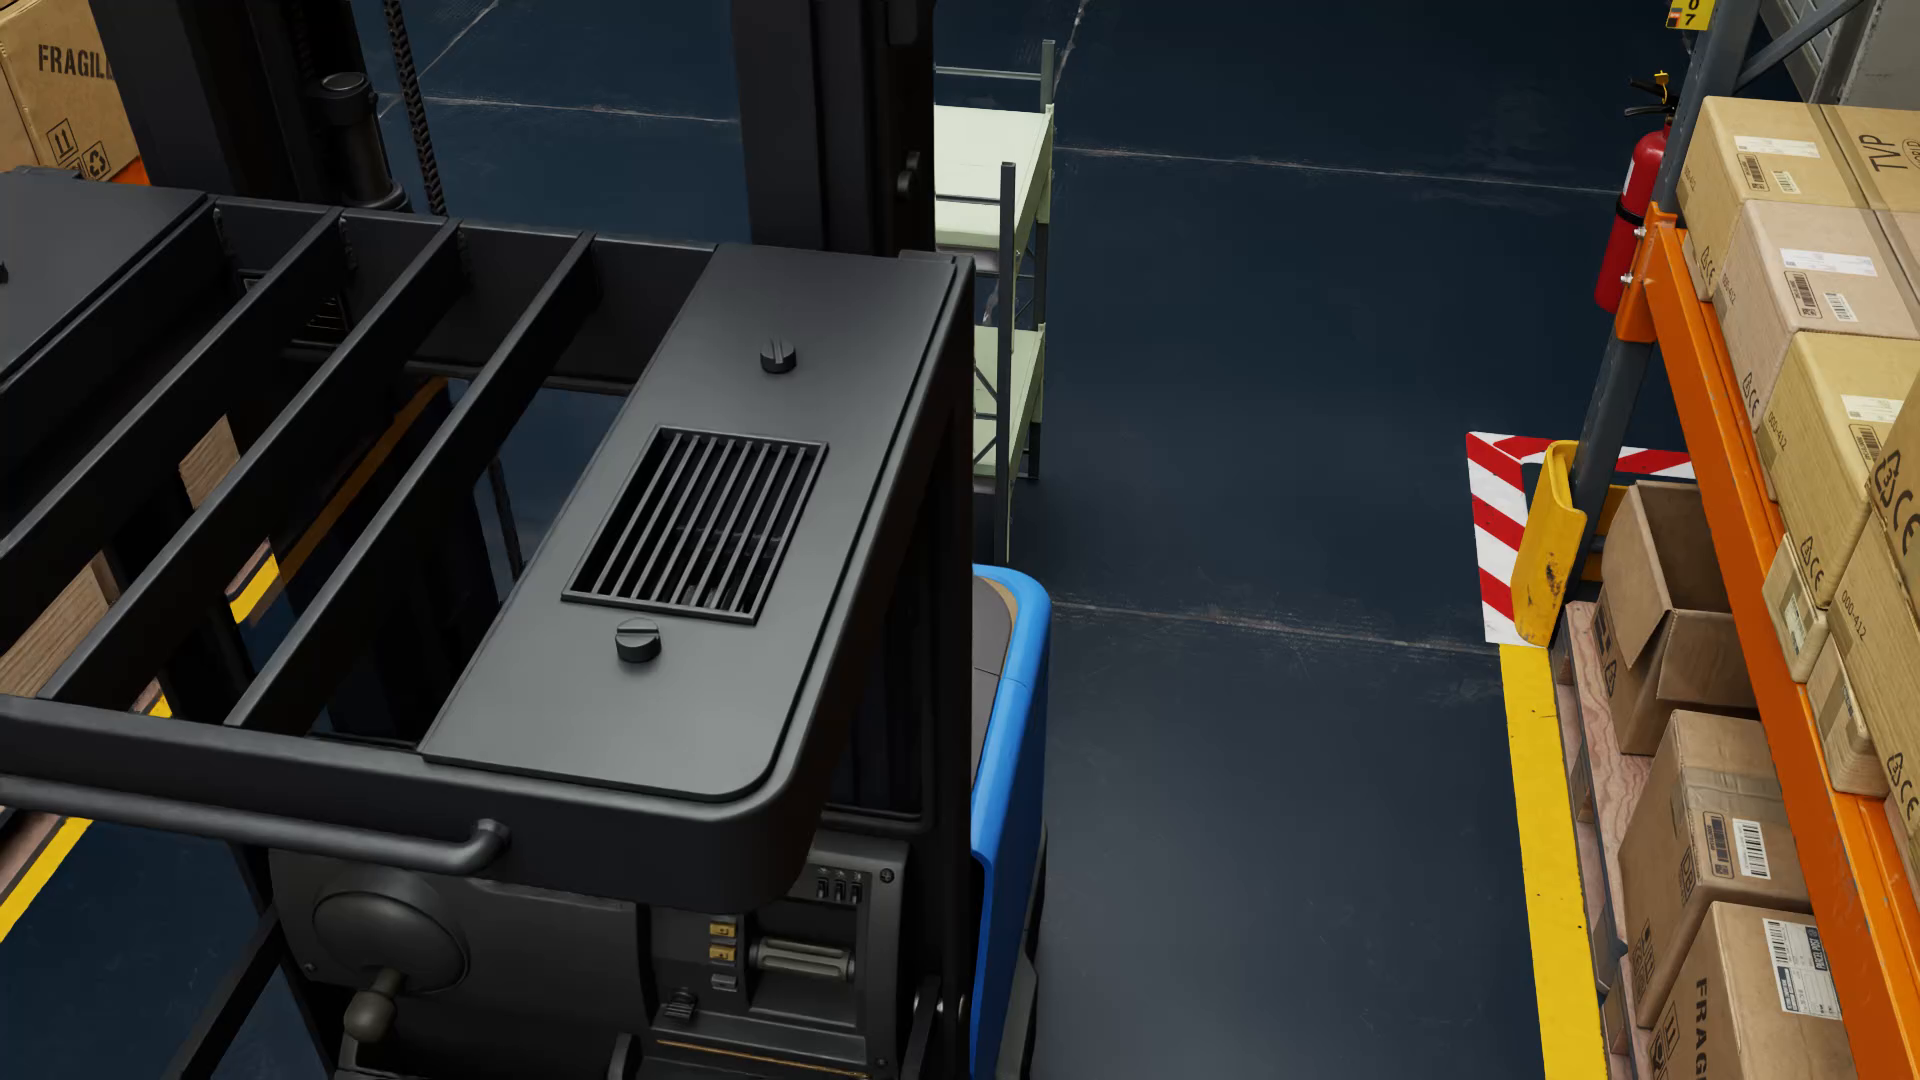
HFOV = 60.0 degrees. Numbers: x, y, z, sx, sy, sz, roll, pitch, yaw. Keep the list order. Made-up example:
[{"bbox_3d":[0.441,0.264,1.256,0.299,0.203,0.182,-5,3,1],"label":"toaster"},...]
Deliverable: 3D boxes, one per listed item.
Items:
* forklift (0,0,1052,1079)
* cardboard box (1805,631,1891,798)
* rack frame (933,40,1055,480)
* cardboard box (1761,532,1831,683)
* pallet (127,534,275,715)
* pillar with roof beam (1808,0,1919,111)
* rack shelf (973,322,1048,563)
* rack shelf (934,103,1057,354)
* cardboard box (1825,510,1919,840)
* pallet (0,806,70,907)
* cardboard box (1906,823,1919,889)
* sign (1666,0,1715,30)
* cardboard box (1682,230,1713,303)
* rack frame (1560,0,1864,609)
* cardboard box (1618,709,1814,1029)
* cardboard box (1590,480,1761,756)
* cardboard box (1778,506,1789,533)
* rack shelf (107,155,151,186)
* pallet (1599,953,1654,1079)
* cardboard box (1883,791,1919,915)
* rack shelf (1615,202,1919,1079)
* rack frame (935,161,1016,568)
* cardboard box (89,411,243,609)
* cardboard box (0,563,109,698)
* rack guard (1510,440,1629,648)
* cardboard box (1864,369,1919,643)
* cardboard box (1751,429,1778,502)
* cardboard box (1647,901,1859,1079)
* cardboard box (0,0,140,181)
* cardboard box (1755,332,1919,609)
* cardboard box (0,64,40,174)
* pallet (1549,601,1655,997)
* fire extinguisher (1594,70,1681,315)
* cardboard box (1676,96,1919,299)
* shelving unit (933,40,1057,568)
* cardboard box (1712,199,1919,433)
[{"bbox_3d":[-0.573,0.629,2.189,1.130,2.935,3.031,7,40,8],"label":"forklift"},{"bbox_3d":[1.632,0.301,2.729,0.380,0.149,0.250,7,40,9],"label":"cardboard box"},{"bbox_3d":[0.062,-0.804,5.045,0.400,1.500,0.023,6,40,8],"label":"rack frame"},{"bbox_3d":[1.657,0.134,2.931,0.380,0.149,0.250,5,40,6],"label":"cardboard box"},{"bbox_3d":[-2.694,0.098,4.966,1.003,0.211,1.213,6,40,8],"label":"pallet"},{"bbox_3d":[-0.629,-5.322,4.624,9.100,9.000,0.400,6,40,8],"label":"pillar with roof beam"},{"bbox_3d":[-0.001,-0.323,4.975,0.431,0.370,0.720,6,40,8],"label":"rack shelf"},{"bbox_3d":[-0.001,-0.875,4.518,0.431,0.370,0.720,6,40,8],"label":"rack shelf"},{"bbox_3d":[1.673,0.214,2.521,0.500,0.250,0.500,5,40,7],"label":"cardboard box"},{"bbox_3d":[-2.908,0.862,4.042,1.003,0.211,1.213,6,40,8],"label":"pallet"},{"bbox_3d":[1.583,0.537,2.130,0.500,0.250,0.500,6,40,7],"label":"cardboard box"},{"bbox_3d":[1.722,-1.335,3.832,0.100,0.325,0.005,6,40,8],"label":"sign"},{"bbox_3d":[1.929,-0.669,3.902,0.380,0.149,0.250,6,40,7],"label":"cardboard box"},{"bbox_3d":[2.256,-0.942,4.035,1.000,3.000,0.127,6,40,8],"label":"rack frame"},{"bbox_3d":[1.871,0.765,3.603,0.700,0.500,0.500,8,40,9],"label":"cardboard box"},{"bbox_3d":[2.057,0.232,4.245,0.797,0.503,0.637,5,40,6],"label":"cardboard box"},{"bbox_3d":[1.775,-0.016,3.113,0.380,0.149,0.250,7,40,8],"label":"cardboard box"},{"bbox_3d":[-2.979,0.045,3.406,1.077,0.370,4.000,6,40,8],"label":"rack shelf"},{"bbox_3d":[1.893,1.444,3.338,1.003,0.211,1.213,6,40,8],"label":"pallet"},{"bbox_3d":[1.655,0.471,2.524,0.380,0.149,0.250,6,40,8],"label":"cardboard box"},{"bbox_3d":[1.910,0.590,2.746,1.077,0.370,4.000,6,40,8],"label":"rack shelf"},{"bbox_3d":[-0.064,-0.344,4.489,0.400,1.500,0.023,6,40,8],"label":"rack frame"},{"bbox_3d":[-2.649,-0.236,4.863,0.875,0.438,0.875,5,40,6],"label":"cardboard box"},{"bbox_3d":[-2.799,0.339,4.167,0.875,0.438,0.875,7,40,9],"label":"cardboard box"},{"bbox_3d":[2.243,0.069,4.774,1.175,0.500,0.348,6,40,8],"label":"rack guard"},{"bbox_3d":[1.653,-0.091,2.302,0.500,0.500,0.500,7,40,9],"label":"cardboard box"},{"bbox_3d":[1.815,-0.184,3.315,0.380,0.149,0.250,8,40,9],"label":"cardboard box"},{"bbox_3d":[1.681,1.086,3.215,0.500,0.500,0.500,7,40,8],"label":"cardboard box"},{"bbox_3d":[-2.456,-1.194,4.261,0.500,0.500,0.500,7,40,8],"label":"cardboard box"},{"bbox_3d":[1.741,-0.109,2.912,0.500,0.250,0.500,6,40,7],"label":"cardboard box"},{"bbox_3d":[-2.558,-0.880,3.882,0.500,0.500,0.500,6,40,7],"label":"cardboard box"},{"bbox_3d":[2.106,0.681,4.261,1.003,0.211,1.213,6,40,8],"label":"pallet"},{"bbox_3d":[1.827,-0.912,4.352,0.296,0.674,0.183,6,40,8],"label":"fire extinguisher"},{"bbox_3d":[1.912,-0.744,3.680,0.500,0.250,0.500,7,40,8],"label":"cardboard box"},{"bbox_3d":[-0.001,-0.574,4.767,0.431,1.500,0.755,6,40,8],"label":"shelving unit"},{"bbox_3d":[1.825,-0.427,3.297,0.500,0.250,0.500,7,40,8],"label":"cardboard box"}]
